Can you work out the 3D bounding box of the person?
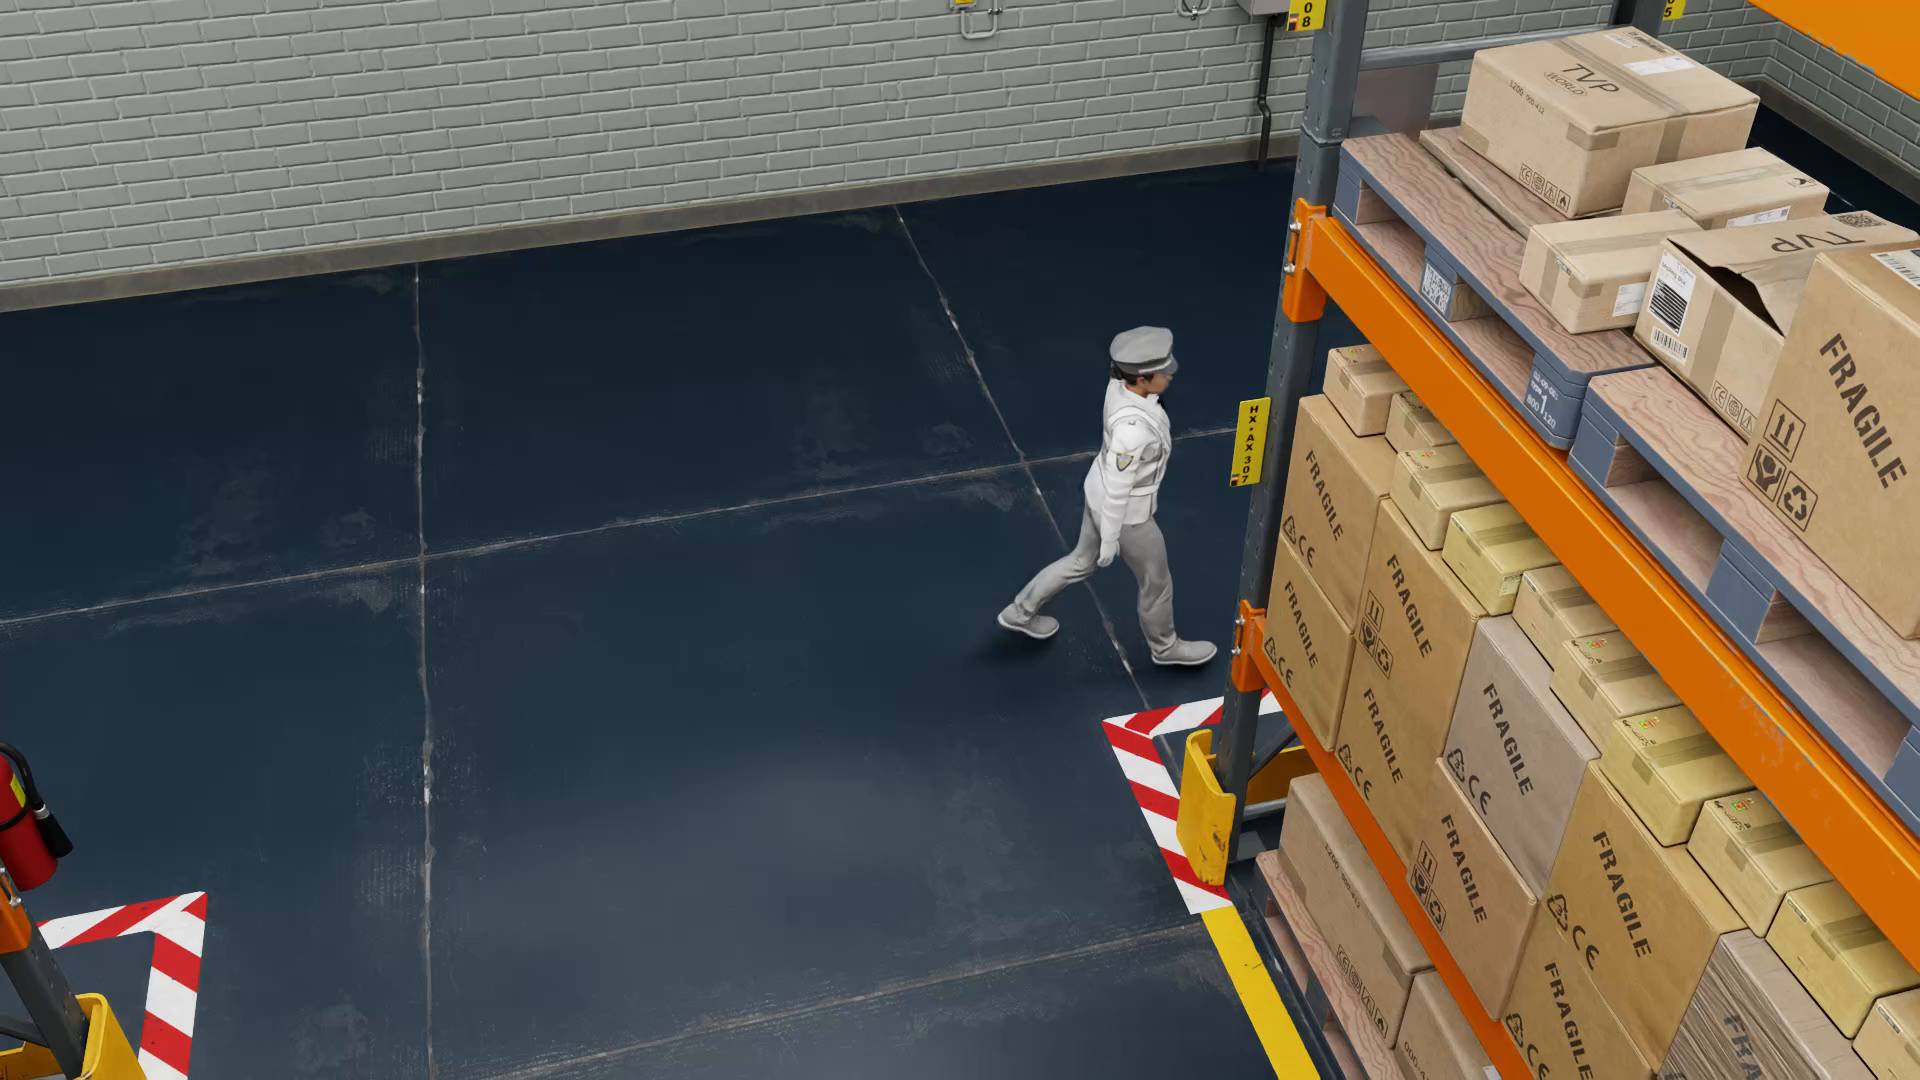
[{"bbox_3d":[0.652,-0.160,6.915,0.939,1.640,0.508,-3,38,-3],"label":"person"}]
